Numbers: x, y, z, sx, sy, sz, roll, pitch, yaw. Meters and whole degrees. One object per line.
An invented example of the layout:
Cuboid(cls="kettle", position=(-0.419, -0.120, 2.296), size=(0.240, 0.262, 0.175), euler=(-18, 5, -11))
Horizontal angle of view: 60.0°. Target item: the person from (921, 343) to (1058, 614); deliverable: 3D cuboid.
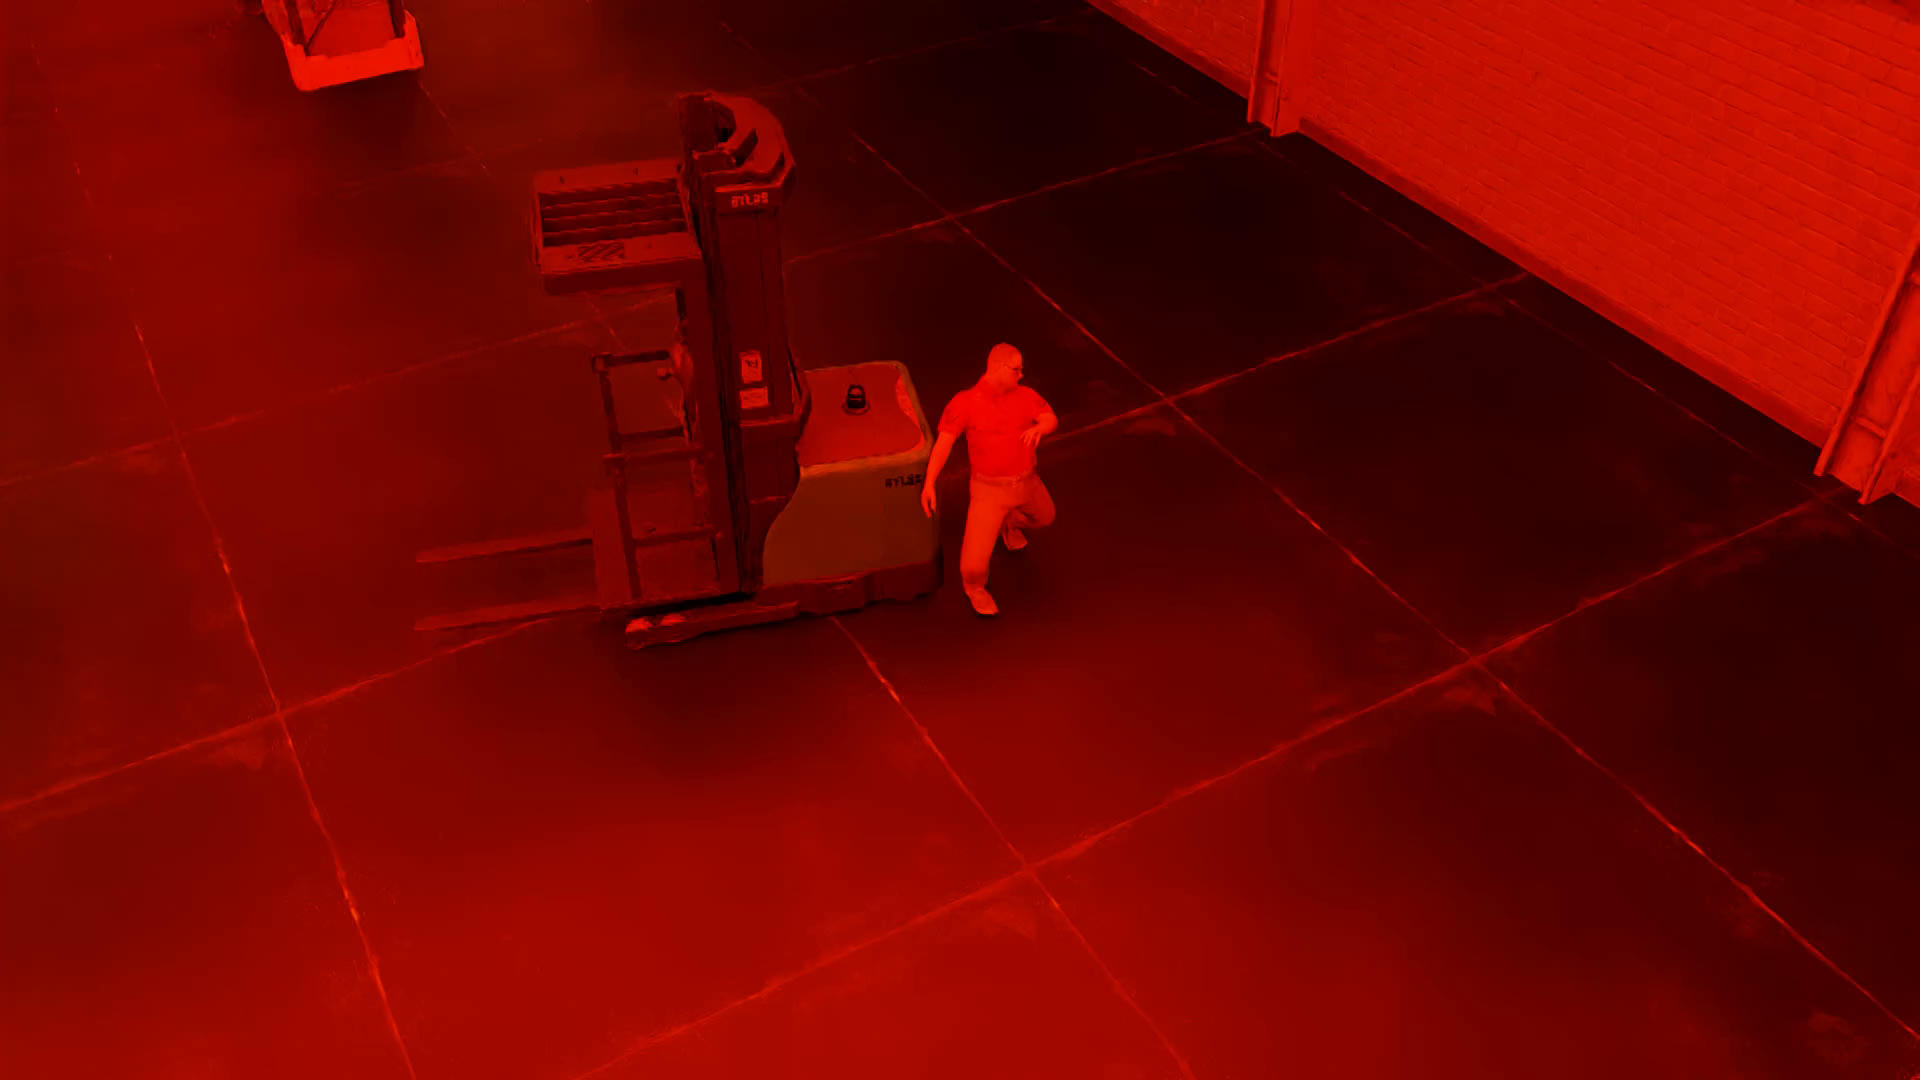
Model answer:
Cuboid(cls="person", position=(0.158, -0.291, 9.460), size=(0.953, 1.502, 0.818), euler=(-25, 46, -27))

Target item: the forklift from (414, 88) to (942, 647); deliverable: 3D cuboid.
Cuboid(cls="forklift", position=(-1.680, -0.881, 9.099), size=(3.031, 2.935, 1.130), euler=(-9, 40, -10))
